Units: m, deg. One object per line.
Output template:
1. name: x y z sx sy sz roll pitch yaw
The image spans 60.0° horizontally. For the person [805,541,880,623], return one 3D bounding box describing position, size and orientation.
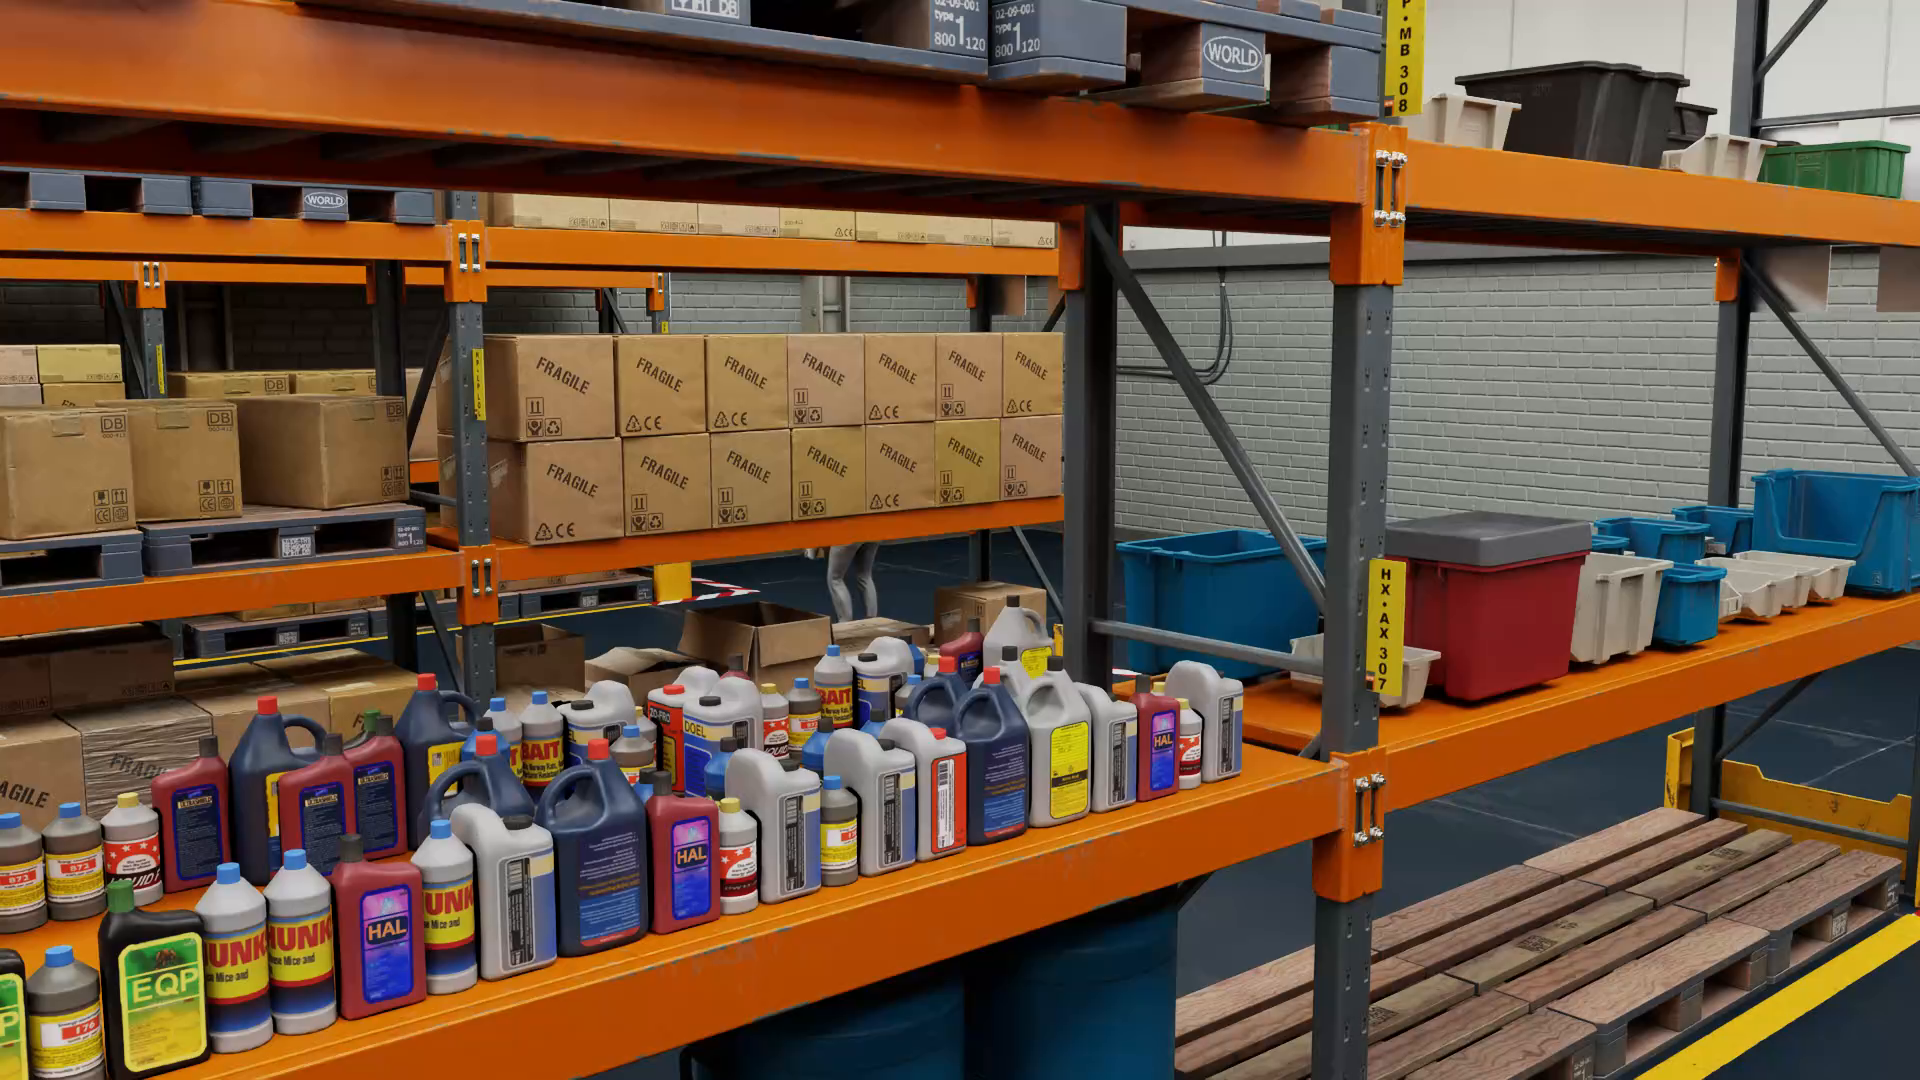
1. person: -0.910 0.004 12.508 0.415 1.474 0.756 -7 10 -42
